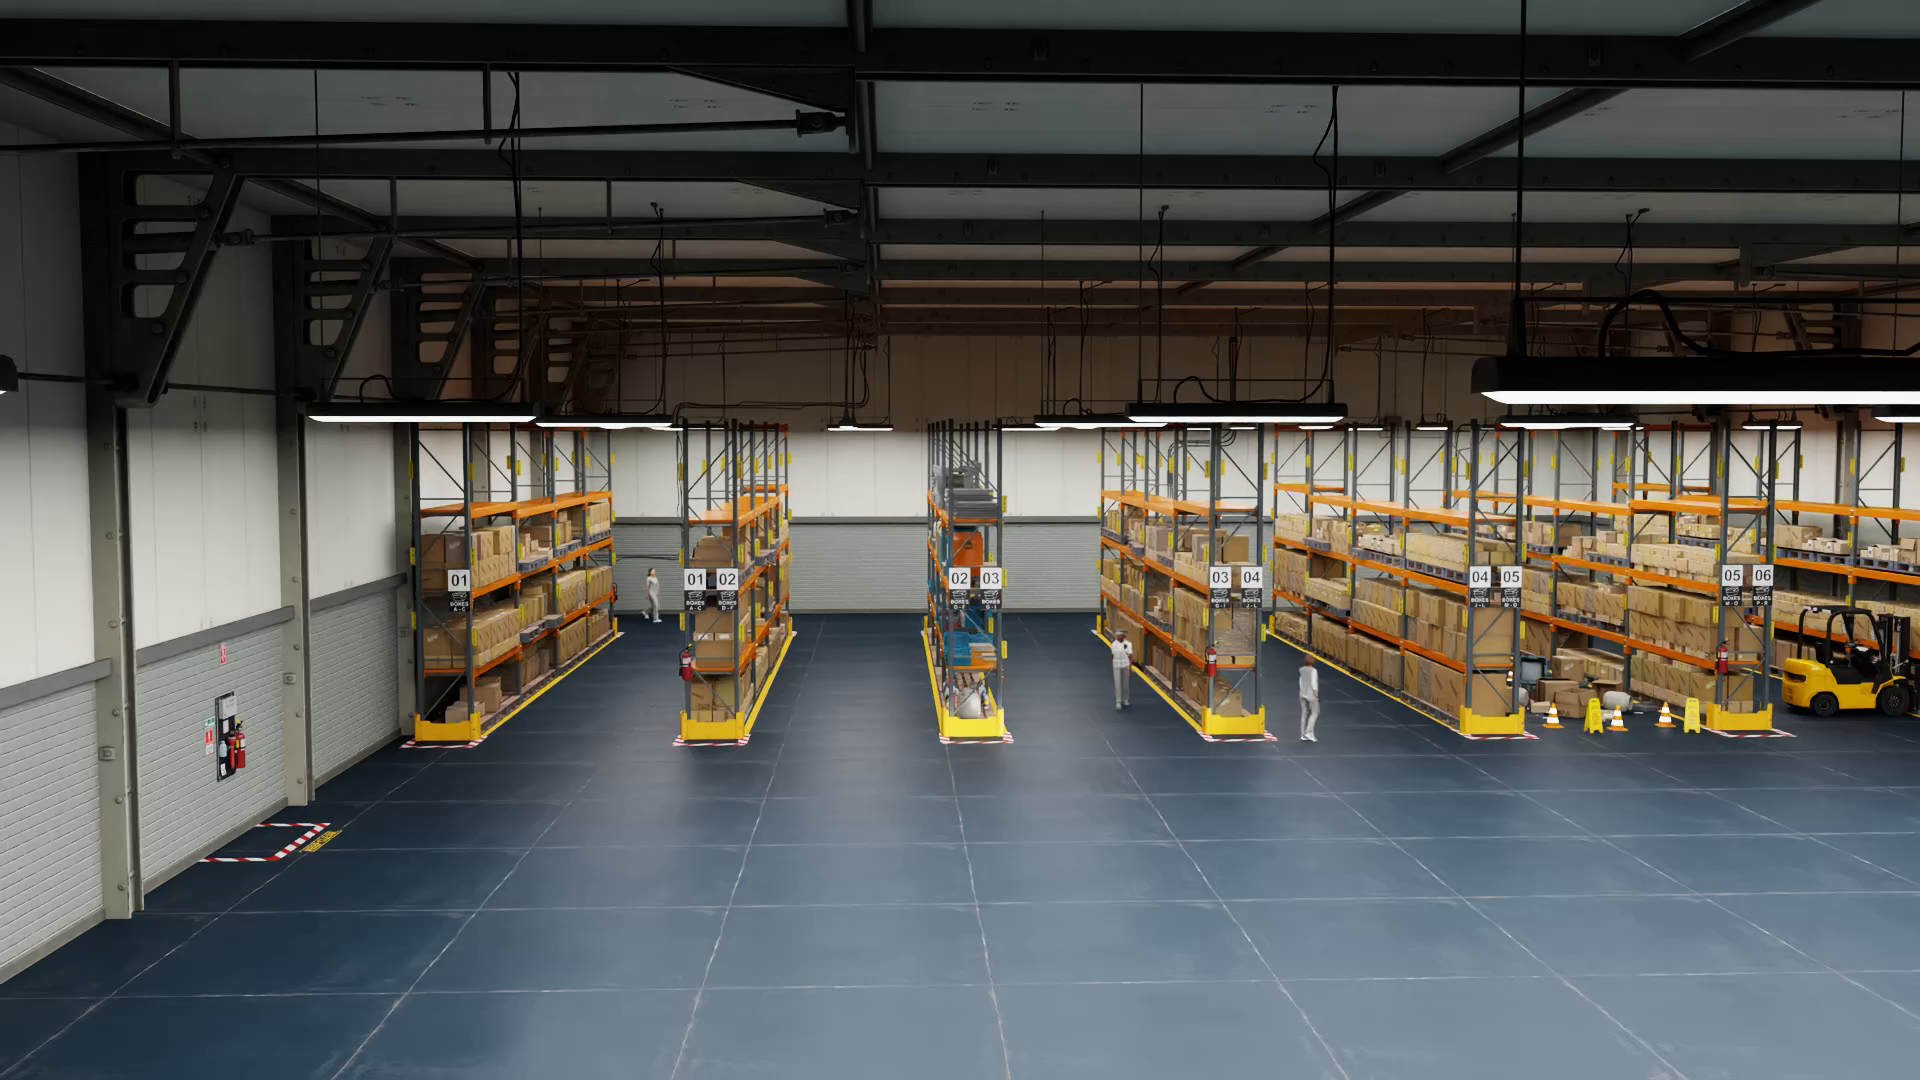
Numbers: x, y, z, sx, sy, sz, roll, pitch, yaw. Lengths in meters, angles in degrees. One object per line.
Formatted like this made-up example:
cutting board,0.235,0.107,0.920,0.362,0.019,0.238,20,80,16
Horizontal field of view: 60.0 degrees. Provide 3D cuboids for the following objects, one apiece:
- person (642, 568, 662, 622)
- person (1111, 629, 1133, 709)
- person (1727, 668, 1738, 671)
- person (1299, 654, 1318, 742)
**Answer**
person,-9.349,1.657,50.392,0.789,1.642,0.441,2,4,23
person,3.371,2.664,34.646,0.472,1.637,0.913,1,4,10
person,16.680,2.643,36.035,0.522,1.561,0.703,0,4,0
person,6.502,2.946,31.031,0.379,1.622,0.484,-3,5,-40
